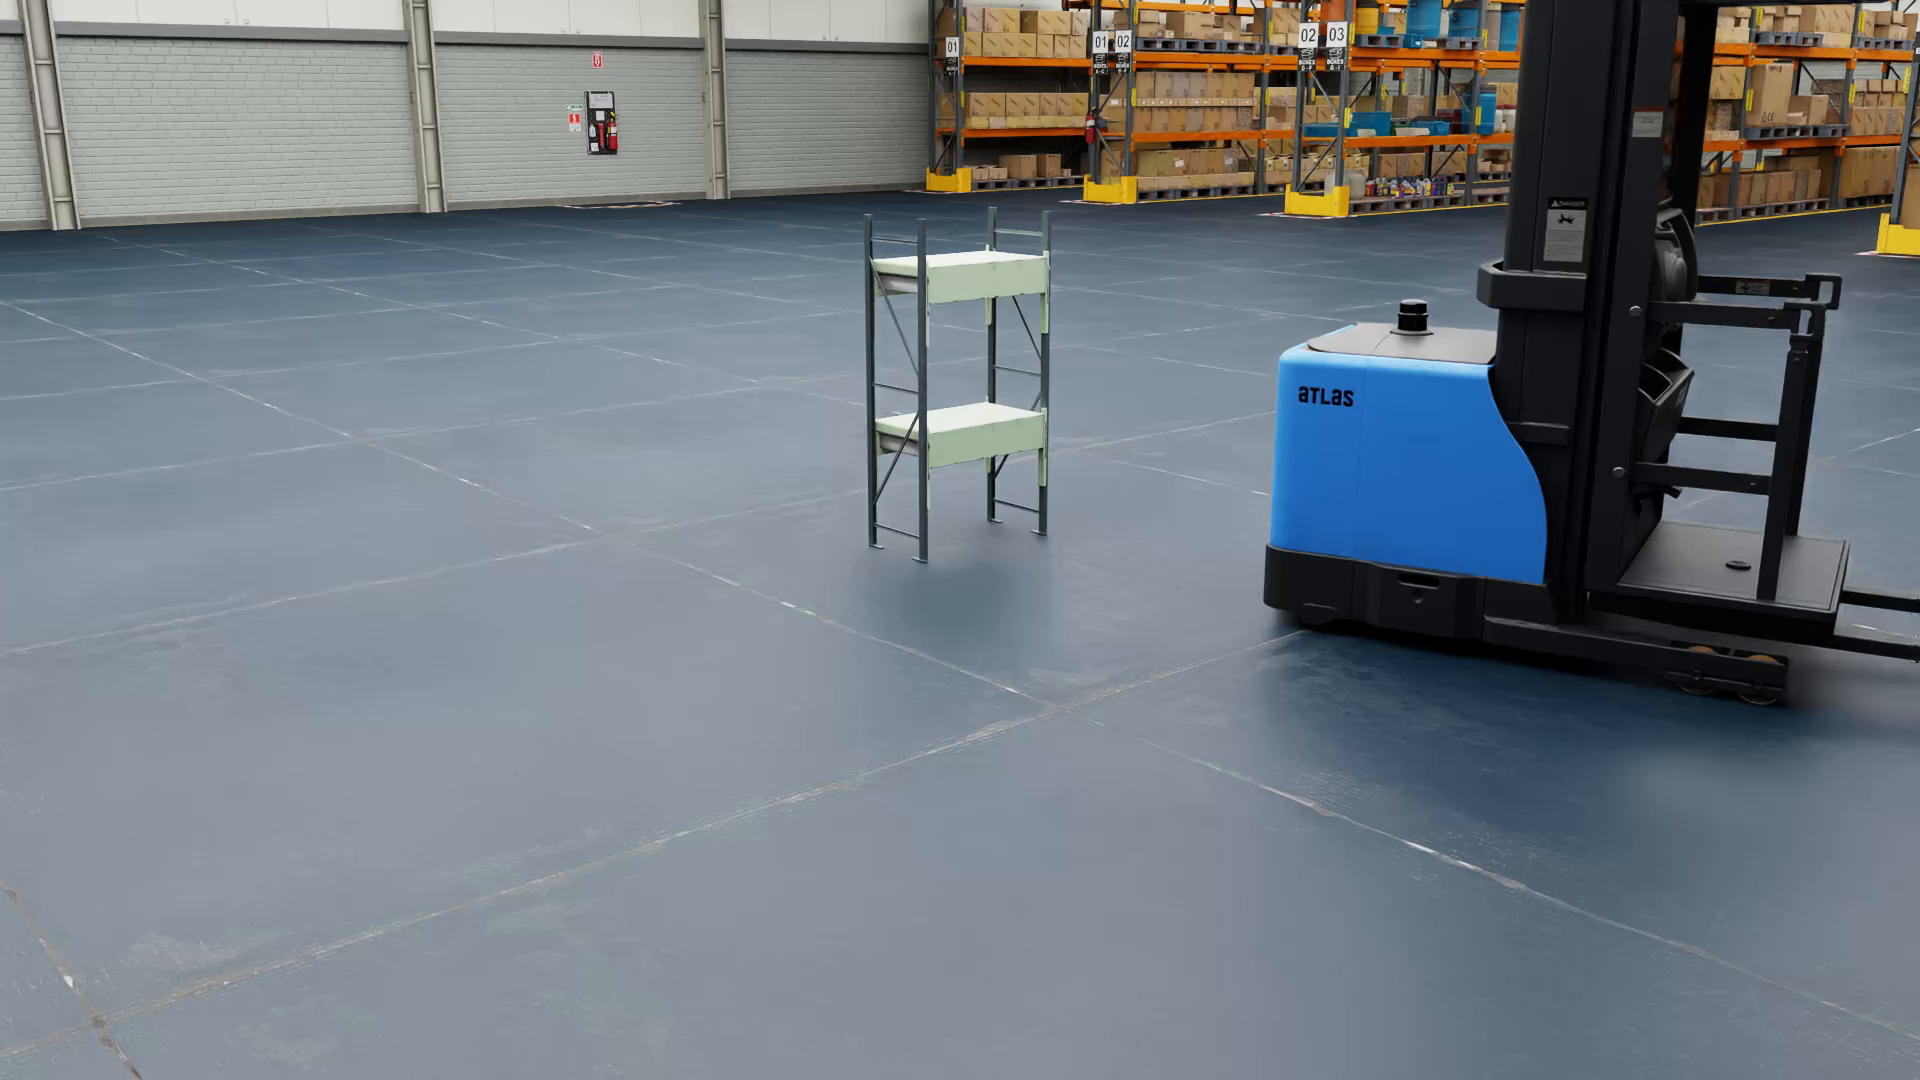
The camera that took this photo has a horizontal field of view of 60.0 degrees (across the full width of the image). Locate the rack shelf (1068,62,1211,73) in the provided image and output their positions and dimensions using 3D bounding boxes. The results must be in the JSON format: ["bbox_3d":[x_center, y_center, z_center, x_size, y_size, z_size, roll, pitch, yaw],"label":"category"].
[{"bbox_3d":[4.220,-11.169,39.333,4.000,0.370,1.077,-13,19,-39],"label":"rack shelf"}]

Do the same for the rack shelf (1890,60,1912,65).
[{"bbox_3d":[20.010,-9.631,33.576,4.000,0.370,1.077,-13,19,-39],"label":"rack shelf"}]

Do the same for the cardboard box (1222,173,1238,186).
[{"bbox_3d":[5.376,-7.435,34.288,0.500,0.250,0.500,-13,19,-39],"label":"cardboard box"}]

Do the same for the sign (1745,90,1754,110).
[{"bbox_3d":[12.828,-7.150,27.026,0.005,0.325,0.100,-13,19,-39],"label":"sign"}]

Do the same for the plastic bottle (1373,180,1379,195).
[{"bbox_3d":[7.608,-6.476,30.609,0.135,0.276,0.152,-13,20,-41],"label":"plastic bottle"}]

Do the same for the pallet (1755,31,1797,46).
[{"bbox_3d":[13.002,-8.278,27.480,1.003,0.211,1.213,-13,19,-39],"label":"pallet"}]

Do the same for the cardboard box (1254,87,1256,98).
[{"bbox_3d":[7.020,-11.174,41.507,0.500,0.250,0.500,-12,19,-39],"label":"cardboard box"}]

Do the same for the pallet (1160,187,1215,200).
[{"bbox_3d":[4.418,-7.083,33.859,1.213,0.211,1.003,-13,19,-39],"label":"pallet"}]

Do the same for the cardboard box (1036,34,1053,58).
[{"bbox_3d":[1.710,-10.918,36.765,0.500,0.500,0.500,-14,20,-41],"label":"cardboard box"}]

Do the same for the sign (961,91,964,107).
[{"bbox_3d":[0.050,-9.364,35.315,0.005,0.325,0.100,-13,19,-39],"label":"sign"}]

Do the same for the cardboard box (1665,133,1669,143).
[{"bbox_3d":[10.759,-6.252,25.829,0.250,0.149,0.380,-13,19,-39],"label":"cardboard box"}]

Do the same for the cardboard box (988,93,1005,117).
[{"bbox_3d":[0.631,-9.455,36.132,0.500,0.500,0.500,-13,19,-39],"label":"cardboard box"}]

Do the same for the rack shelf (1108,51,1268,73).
[{"bbox_3d":[4.457,-9.528,33.188,4.000,0.370,1.077,-13,19,-39],"label":"rack shelf"}]

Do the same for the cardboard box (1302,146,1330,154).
[{"bbox_3d":[9.378,-10.186,44.101,0.500,0.500,0.700,-12,19,-39],"label":"cardboard box"}]

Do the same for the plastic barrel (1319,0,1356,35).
[{"bbox_3d":[6.480,-9.089,28.506,0.708,0.830,0.600,-13,19,-39],"label":"plastic barrel"}]

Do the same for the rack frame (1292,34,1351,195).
[{"bbox_3d":[6.197,-7.122,28.602,0.127,3.000,1.000,-13,19,-39],"label":"rack frame"}]

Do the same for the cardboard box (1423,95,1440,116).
[{"bbox_3d":[10.709,-10.060,38.592,0.700,0.500,0.500,10,18,33],"label":"cardboard box"}]

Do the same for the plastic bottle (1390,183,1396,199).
[{"bbox_3d":[7.769,-6.263,29.820,0.097,0.271,0.097,0,15,0],"label":"plastic bottle"}]

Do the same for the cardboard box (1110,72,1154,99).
[{"bbox_3d":[3.349,-8.848,32.354,0.500,0.500,0.700,-13,19,-39],"label":"cardboard box"}]

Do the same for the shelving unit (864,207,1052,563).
[{"bbox_3d":[-0.005,-0.723,7.552,0.755,1.500,0.431,-13,19,-39],"label":"shelving unit"}]

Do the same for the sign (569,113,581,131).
[{"bbox_3d":[-7.246,-7.854,31.272,0.234,0.329,0.001,-13,19,-39],"label":"sign"}]

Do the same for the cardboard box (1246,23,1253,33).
[{"bbox_3d":[7.590,-12.936,42.056,0.500,0.250,0.500,-13,20,-41],"label":"cardboard box"}]

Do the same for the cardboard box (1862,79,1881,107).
[{"bbox_3d":[16.539,-8.277,30.786,0.637,0.503,0.797,-12,19,-38],"label":"cardboard box"}]

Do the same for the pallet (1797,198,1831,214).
[{"bbox_3d":[14.893,-6.034,29.931,1.213,0.211,1.003,-13,19,-39],"label":"pallet"}]

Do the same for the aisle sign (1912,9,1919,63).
[{"bbox_3d":[12.378,-6.478,21.151,0.004,0.787,0.394,-13,19,-39],"label":"aisle sign"}]

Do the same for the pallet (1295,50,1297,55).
[{"bbox_3d":[7.688,-10.478,35.718,1.213,0.211,1.003,-12,19,-37],"label":"pallet"}]

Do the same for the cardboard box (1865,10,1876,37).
[{"bbox_3d":[16.490,-9.494,30.662,0.500,0.500,0.500,-11,19,-36],"label":"cardboard box"}]

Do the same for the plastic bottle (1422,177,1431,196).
[{"bbox_3d":[8.530,-6.480,30.479,0.185,0.351,0.144,-13,20,-40],"label":"plastic bottle"}]

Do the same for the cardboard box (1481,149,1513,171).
[{"bbox_3d":[13.415,-9.446,41.285,0.637,0.503,0.797,-13,19,-39],"label":"cardboard box"}]

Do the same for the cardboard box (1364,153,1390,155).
[{"bbox_3d":[9.535,-8.652,38.318,0.500,0.500,0.500,-12,19,-37],"label":"cardboard box"}]

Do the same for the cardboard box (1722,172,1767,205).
[{"bbox_3d":[13.315,-6.018,28.457,0.500,0.500,0.700,-13,20,-40],"label":"cardboard box"}]

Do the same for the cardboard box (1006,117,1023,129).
[{"bbox_3d":[1.041,-9.185,36.575,0.500,0.250,0.500,-13,20,-40],"label":"cardboard box"}]

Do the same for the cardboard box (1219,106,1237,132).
[{"bbox_3d":[5.242,-8.646,34.113,0.500,0.500,0.700,-13,20,-40],"label":"cardboard box"}]

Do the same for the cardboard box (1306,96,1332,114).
[{"bbox_3d":[9.166,-11.317,43.726,0.700,0.700,0.980,-12,19,-39],"label":"cardboard box"}]

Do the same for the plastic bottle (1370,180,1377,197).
[{"bbox_3d":[7.573,-6.436,30.442,0.133,0.283,0.061,-13,19,-39],"label":"plastic bottle"}]

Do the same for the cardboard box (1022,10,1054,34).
[{"bbox_3d":[1.718,-11.396,36.618,0.500,0.500,0.500,-14,20,-41],"label":"cardboard box"}]

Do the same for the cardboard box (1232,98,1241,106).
[{"bbox_3d":[5.518,-8.952,34.002,0.250,0.149,0.380,-13,20,-41],"label":"cardboard box"}]

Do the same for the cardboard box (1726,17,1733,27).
[{"bbox_3d":[12.017,-8.207,26.368,0.250,0.149,0.380,-14,20,-42],"label":"cardboard box"}]

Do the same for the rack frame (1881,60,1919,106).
[{"bbox_3d":[18.501,-8.191,32.602,0.127,3.000,1.000,-13,19,-39],"label":"rack frame"}]

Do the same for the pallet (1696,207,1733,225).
[{"bbox_3d":[11.983,-5.368,27.437,1.213,0.211,1.003,-13,19,-39],"label":"pallet"}]

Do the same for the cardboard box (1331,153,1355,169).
[{"bbox_3d":[8.362,-8.362,36.670,0.500,0.311,0.500,-13,20,-40],"label":"cardboard box"}]

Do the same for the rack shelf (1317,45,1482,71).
[{"bbox_3d":[7.706,-8.563,29.576,4.000,0.370,1.077,-13,19,-39],"label":"rack shelf"}]

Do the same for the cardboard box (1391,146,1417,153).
[{"bbox_3d":[10.344,-9.198,38.912,0.500,0.250,0.500,-13,20,-40],"label":"cardboard box"}]

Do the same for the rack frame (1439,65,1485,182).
[{"bbox_3d":[12.001,-10.120,39.825,0.127,3.000,1.000,-13,19,-39],"label":"rack frame"}]

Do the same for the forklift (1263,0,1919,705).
[{"bbox_3d":[2.731,-1.012,5.860,3.031,2.935,1.130,8,17,29],"label":"forklift"}]

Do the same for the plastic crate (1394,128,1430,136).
[{"bbox_3d":[8.156,-7.348,29.958,0.437,0.136,0.530,-13,19,-39],"label":"plastic crate"}]

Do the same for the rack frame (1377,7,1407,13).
[{"bbox_3d":[11.764,-14.660,45.195,0.127,3.000,1.000,-13,19,-39],"label":"rack frame"}]

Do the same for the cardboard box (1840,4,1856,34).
[{"bbox_3d":[15.288,-9.123,29.116,0.500,0.500,0.500,-12,19,-38],"label":"cardboard box"}]

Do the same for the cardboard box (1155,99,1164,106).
[{"bbox_3d":[3.772,-8.561,32.536,0.250,0.149,0.380,-13,19,-39],"label":"cardboard box"}]

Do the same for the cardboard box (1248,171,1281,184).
[{"bbox_3d":[6.433,-7.659,35.127,0.500,0.250,0.500,-13,20,-41],"label":"cardboard box"}]

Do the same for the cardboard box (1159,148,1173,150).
[{"bbox_3d":[4.280,-7.730,33.936,0.500,0.500,0.500,-13,19,-39],"label":"cardboard box"}]

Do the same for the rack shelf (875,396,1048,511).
[{"bbox_3d":[-0.005,-0.408,7.636,0.720,0.370,0.431,-13,19,-39],"label":"rack shelf"}]

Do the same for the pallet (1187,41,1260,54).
[{"bbox_3d":[5.339,-10.022,33.816,1.213,0.211,1.003,-13,19,-39],"label":"pallet"}]

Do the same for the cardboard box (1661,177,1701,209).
[{"bbox_3d":[11.711,-5.672,27.204,0.500,0.500,0.500,-6,16,-22],"label":"cardboard box"}]

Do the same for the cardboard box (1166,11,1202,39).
[{"bbox_3d":[4.381,-10.083,32.596,0.500,0.500,0.500,-13,19,-39],"label":"cardboard box"}]

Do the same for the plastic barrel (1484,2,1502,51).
[{"bbox_3d":[9.949,-9.731,31.582,0.600,0.901,0.600,0,15,0],"label":"plastic barrel"}]

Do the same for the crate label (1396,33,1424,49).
[{"bbox_3d":[7.826,-8.752,29.180,0.408,0.251,0.502,-13,19,-39],"label":"crate label"}]
